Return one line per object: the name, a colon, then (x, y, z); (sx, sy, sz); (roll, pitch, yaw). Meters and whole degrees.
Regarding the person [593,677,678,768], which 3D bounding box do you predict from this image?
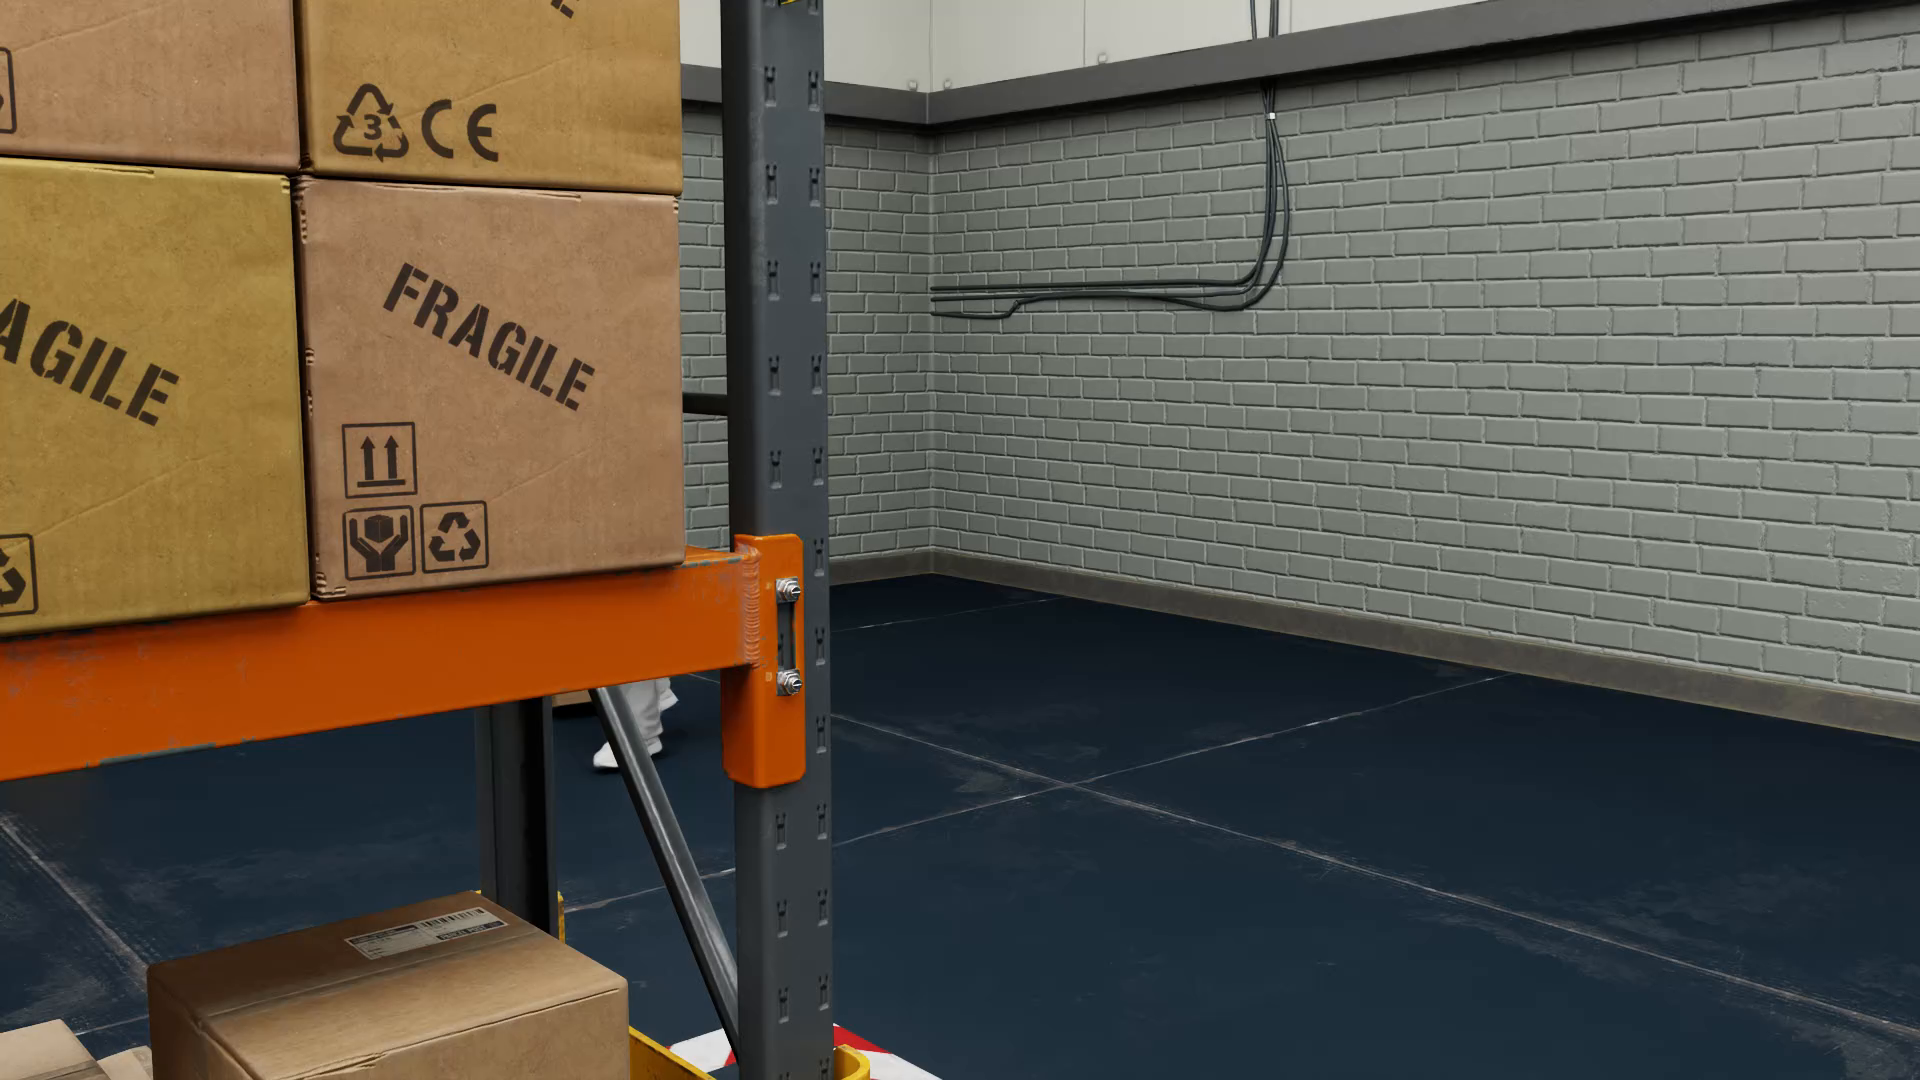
person: (-1.302, -0.066, 6.306); (0.558, 1.770, 0.789); (-5, 9, -36)
